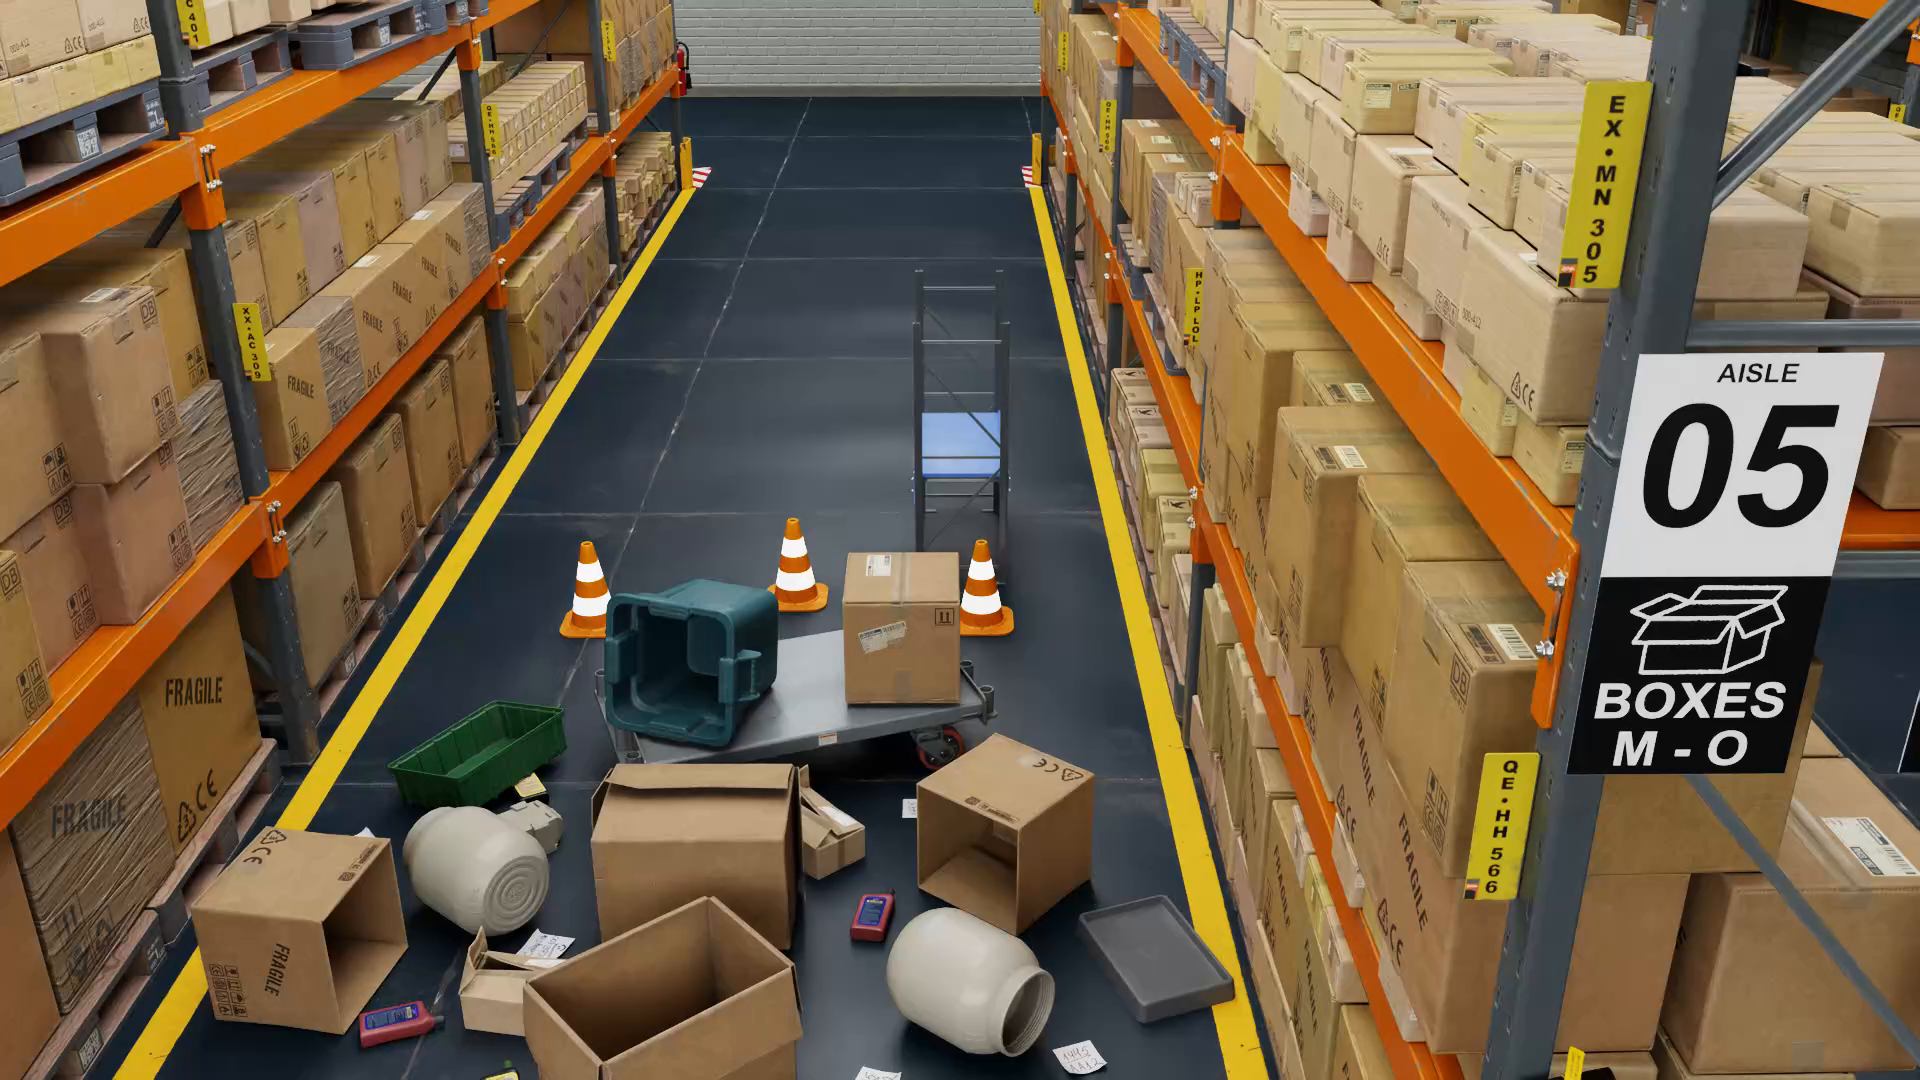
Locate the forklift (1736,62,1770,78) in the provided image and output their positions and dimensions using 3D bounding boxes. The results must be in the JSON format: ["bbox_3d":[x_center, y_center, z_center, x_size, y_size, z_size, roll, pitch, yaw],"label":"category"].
[{"bbox_3d":[3.104,-0.515,7.331,1.130,2.935,3.031,-3,24,-6],"label":"forklift"}]

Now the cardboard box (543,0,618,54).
[{"bbox_3d":[-3.269,-4.486,14.334,0.500,0.500,0.500,0,24,1],"label":"cardboard box"}]

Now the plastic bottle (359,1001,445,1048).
[{"bbox_3d":[-1.978,1.708,5.898,0.283,0.061,0.133,-9,26,-19],"label":"plastic bottle"}]

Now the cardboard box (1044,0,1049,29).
[{"bbox_3d":[1.130,-5.464,16.856,0.500,0.500,0.500,-1,24,-2],"label":"cardboard box"}]

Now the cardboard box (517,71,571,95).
[{"bbox_3d":[-3.304,-3.629,13.207,0.380,0.149,0.250,-1,24,-2],"label":"cardboard box"}]

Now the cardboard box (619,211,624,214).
[{"bbox_3d":[-3.285,-2.945,15.211,0.380,0.149,0.250,0,24,0],"label":"cardboard box"}]

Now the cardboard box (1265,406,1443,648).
[{"bbox_3d":[1.241,-0.046,4.516,0.700,0.500,0.500,-1,24,-1],"label":"cardboard box"}]

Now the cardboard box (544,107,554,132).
[{"bbox_3d":[-3.288,-3.169,12.550,0.380,0.149,0.250,0,24,0],"label":"cardboard box"}]

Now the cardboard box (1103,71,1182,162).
[{"bbox_3d":[1.217,-2.791,10.947,0.500,0.500,0.500,-1,24,-2],"label":"cardboard box"}]

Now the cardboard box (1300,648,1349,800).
[{"bbox_3d":[1.287,0.402,4.738,0.500,0.500,0.500,0,24,-1],"label":"cardboard box"}]

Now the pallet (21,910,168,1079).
[{"bbox_3d":[-3.475,1.722,5.686,1.003,0.211,1.213,0,24,-1],"label":"pallet"}]

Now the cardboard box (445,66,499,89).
[{"bbox_3d":[-3.955,-3.731,13.433,0.380,0.149,0.250,0,24,1],"label":"cardboard box"}]

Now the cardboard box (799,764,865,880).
[{"bbox_3d":[-0.609,1.161,6.860,0.258,0.266,0.396,-19,31,-36],"label":"cardboard box"}]

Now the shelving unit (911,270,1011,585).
[{"bbox_3d":[0.001,-0.648,9.363,0.538,1.500,1.048,0,24,-1],"label":"shelving unit"}]

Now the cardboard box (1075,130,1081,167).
[{"bbox_3d":[1.178,-3.051,13.038,0.500,0.250,0.500,0,24,-1],"label":"cardboard box"}]

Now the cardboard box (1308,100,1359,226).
[{"bbox_3d":[1.274,-1.054,4.622,0.500,0.250,0.500,0,24,0],"label":"cardboard box"}]

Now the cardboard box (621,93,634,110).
[{"bbox_3d":[-3.251,-4.098,15.476,0.380,0.149,0.250,0,24,0],"label":"cardboard box"}]

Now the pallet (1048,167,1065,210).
[{"bbox_3d":[1.484,-3.775,17.841,1.003,0.211,1.213,0,24,-1],"label":"pallet"}]

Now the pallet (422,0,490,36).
[{"bbox_3d":[-3.404,-3.030,9.398,1.213,0.211,1.003,1,24,2],"label":"pallet"}]

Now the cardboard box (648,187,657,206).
[{"bbox_3d":[-3.253,-3.453,16.695,0.380,0.149,0.250,0,24,0],"label":"cardboard box"}]

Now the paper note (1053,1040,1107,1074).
[{"bbox_3d":[0.416,1.789,5.757,0.142,0.019,0.148,-9,26,-19],"label":"paper note"}]

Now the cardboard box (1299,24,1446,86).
[{"bbox_3d":[1.260,-1.488,5.097,0.380,0.149,0.250,-1,24,-2],"label":"cardboard box"}]

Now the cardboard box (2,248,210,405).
[{"bbox_3d":[-3.451,-0.774,6.329,0.875,0.550,0.550,0,24,-1],"label":"cardboard box"}]

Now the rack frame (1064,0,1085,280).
[{"bbox_3d":[1.441,-3.726,14.349,1.000,3.000,0.127,0,24,-1],"label":"rack frame"}]

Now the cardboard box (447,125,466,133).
[{"bbox_3d":[-3.281,-2.664,11.074,0.380,0.149,0.250,-1,24,-2],"label":"cardboard box"}]

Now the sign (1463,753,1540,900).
[{"bbox_3d":[1.016,0.541,3.125,0.100,0.325,0.005,0,24,-1],"label":"sign"}]

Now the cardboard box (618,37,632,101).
[{"bbox_3d":[-3.274,-4.253,15.031,0.500,0.500,0.500,0,24,-1],"label":"cardboard box"}]

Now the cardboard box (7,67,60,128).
[{"bbox_3d":[-3.087,-1.391,5.219,0.380,0.149,0.250,0,24,0],"label":"cardboard box"}]

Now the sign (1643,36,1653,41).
[{"bbox_3d":[5.861,-4.139,14.211,0.100,0.325,0.005,0,24,-1],"label":"sign"}]

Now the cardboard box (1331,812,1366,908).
[{"bbox_3d":[1.225,0.864,4.504,0.380,0.149,0.250,0,24,0],"label":"cardboard box"}]

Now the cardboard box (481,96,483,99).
[{"bbox_3d":[-3.952,-3.390,13.040,0.380,0.149,0.250,-1,24,-3],"label":"cardboard box"}]

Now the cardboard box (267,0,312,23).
[{"bbox_3d":[-3.176,-2.434,7.525,0.380,0.149,0.250,0,24,-1],"label":"cardboard box"}]

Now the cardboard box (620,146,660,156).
[{"bbox_3d":[-3.278,-3.940,17.050,0.380,0.149,0.250,-1,24,-3],"label":"cardboard box"}]

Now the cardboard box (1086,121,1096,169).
[{"bbox_3d":[1.190,-2.858,12.005,0.500,0.250,0.500,-1,24,-2],"label":"cardboard box"}]

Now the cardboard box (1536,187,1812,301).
[{"bbox_3d":[1.273,-0.535,2.991,0.380,0.149,0.250,0,24,0],"label":"cardboard box"}]

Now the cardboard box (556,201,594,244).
[{"bbox_3d":[-3.255,-2.539,13.337,0.500,0.250,0.500,1,24,2],"label":"cardboard box"}]

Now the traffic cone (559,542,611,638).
[{"bbox_3d":[-1.926,0.230,8.679,0.336,0.463,0.334,0,24,-1],"label":"traffic cone"}]

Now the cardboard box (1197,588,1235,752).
[{"bbox_3d":[1.264,0.534,6.846,0.500,0.500,0.500,1,24,2],"label":"cardboard box"}]

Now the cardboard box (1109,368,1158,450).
[{"bbox_3d":[1.480,-0.839,10.645,0.950,0.372,0.625,-2,24,-4],"label":"cardboard box"}]

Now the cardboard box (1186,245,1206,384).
[{"bbox_3d":[1.293,-0.992,7.311,0.500,0.500,0.500,-1,24,-2],"label":"cardboard box"}]

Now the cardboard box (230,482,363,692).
[{"bbox_3d":[-3.518,0.212,7.861,1.050,0.750,0.750,0,24,-1],"label":"cardboard box"}]

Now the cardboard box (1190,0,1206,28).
[{"bbox_3d":[1.372,-2.578,7.843,0.500,0.250,0.500,0,24,0],"label":"cardboard box"}]

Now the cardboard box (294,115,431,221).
[{"bbox_3d":[-3.463,-2.122,9.467,0.700,0.500,0.500,-1,24,-1],"label":"cardboard box"}]

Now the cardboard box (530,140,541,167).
[{"bbox_3d":[-3.284,-2.823,12.146,0.380,0.149,0.250,0,24,0],"label":"cardboard box"}]

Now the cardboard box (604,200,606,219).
[{"bbox_3d":[-3.305,-2.969,14.902,0.380,0.149,0.250,1,24,2],"label":"cardboard box"}]

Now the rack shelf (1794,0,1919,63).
[{"bbox_3d":[6.426,-3.965,12.110,1.077,0.370,4.000,0,24,-1],"label":"rack shelf"}]

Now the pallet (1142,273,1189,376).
[{"bbox_3d":[1.547,-1.175,8.941,1.003,0.211,1.213,0,24,-1],"label":"pallet"}]

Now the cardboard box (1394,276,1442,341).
[{"bbox_3d":[1.297,-0.599,4.099,0.380,0.149,0.250,0,24,-1],"label":"cardboard box"}]

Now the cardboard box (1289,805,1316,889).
[{"bbox_3d":[1.230,0.951,5.138,0.380,0.149,0.250,1,24,2],"label":"cardboard box"}]

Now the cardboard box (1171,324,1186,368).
[{"bbox_3d":[1.222,-0.932,7.967,0.380,0.149,0.250,-1,24,-1],"label":"cardboard box"}]

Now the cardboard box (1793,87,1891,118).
[{"bbox_3d":[6.245,-3.012,12.135,0.797,0.503,0.637,-1,24,-2],"label":"cardboard box"}]

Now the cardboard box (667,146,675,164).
[{"bbox_3d":[-3.261,-4.122,17.814,0.380,0.149,0.250,-1,24,-2],"label":"cardboard box"}]

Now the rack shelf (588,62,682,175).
[{"bbox_3d":[-3.530,-4.159,16.178,1.077,0.370,4.000,0,24,-1],"label":"rack shelf"}]

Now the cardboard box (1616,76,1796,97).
[{"bbox_3d":[1.864,-1.065,4.162,0.380,0.149,0.250,0,24,1],"label":"cardboard box"}]
